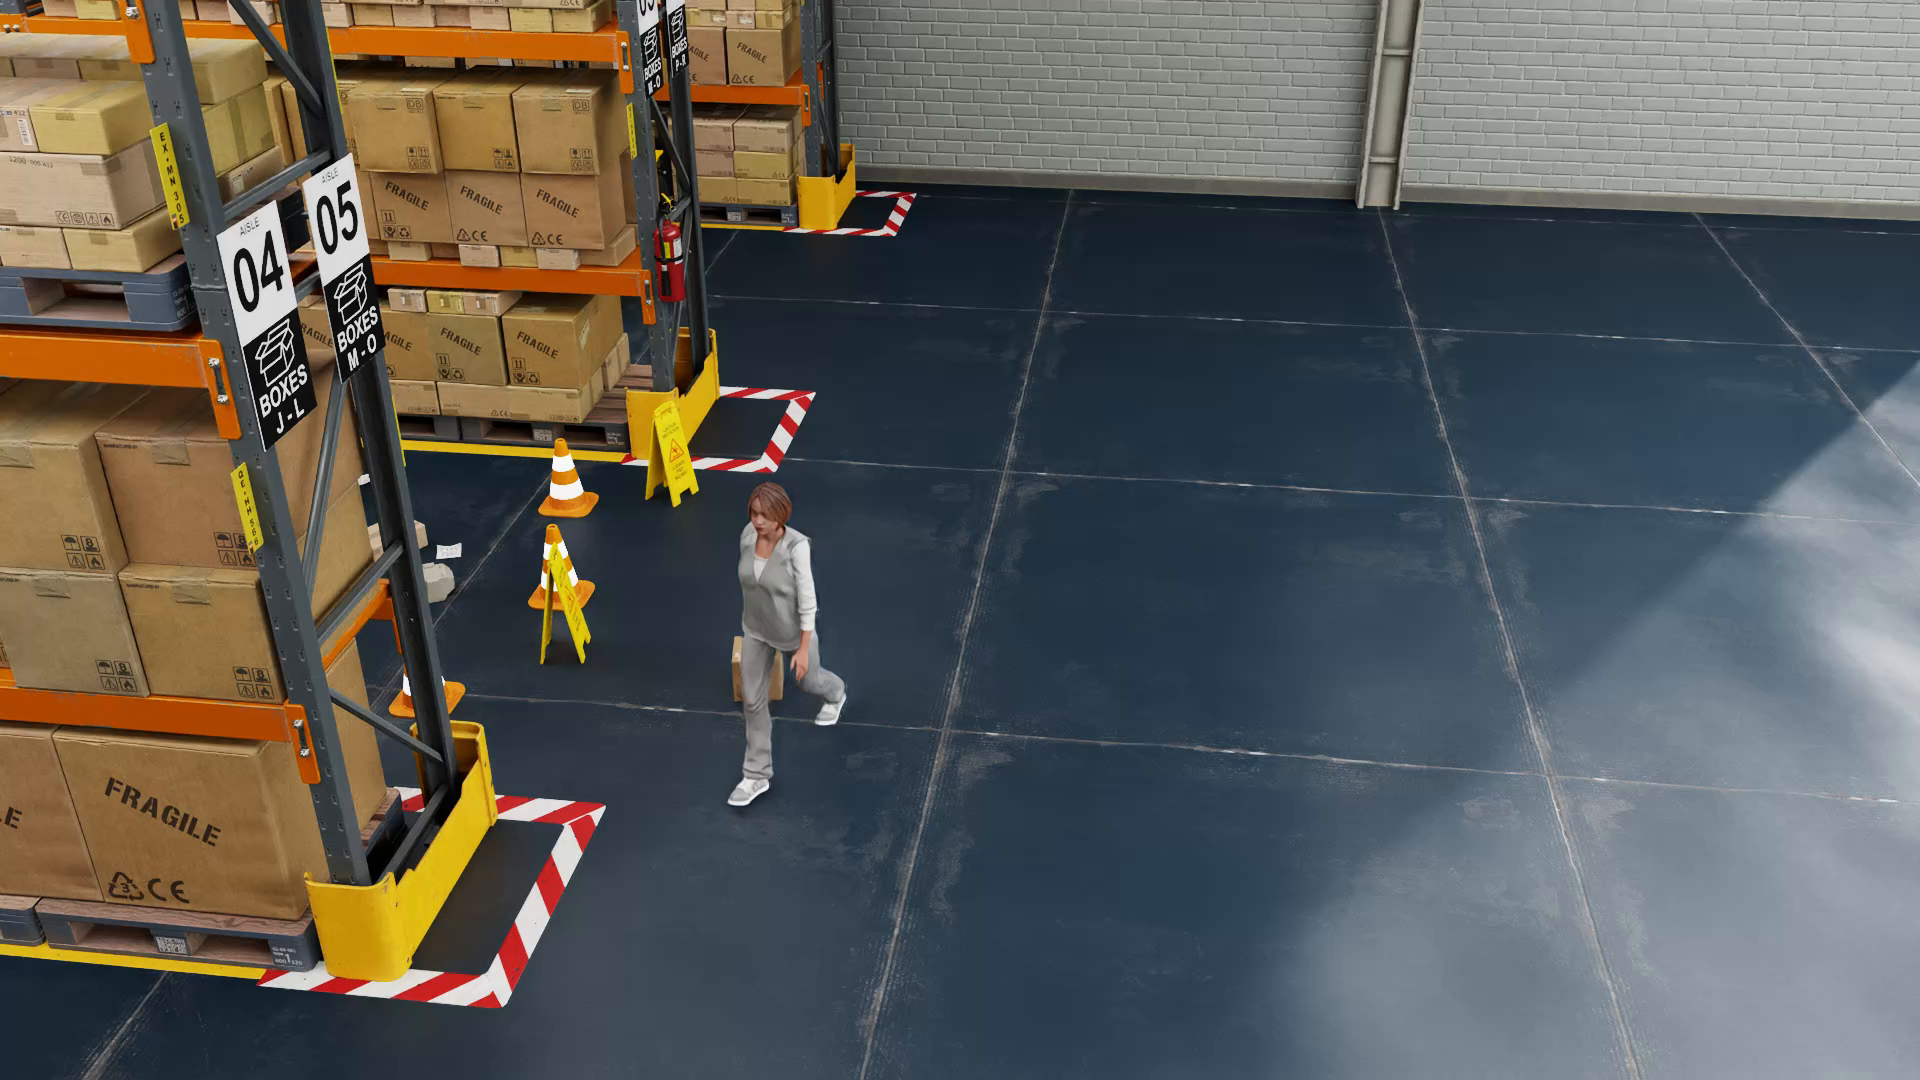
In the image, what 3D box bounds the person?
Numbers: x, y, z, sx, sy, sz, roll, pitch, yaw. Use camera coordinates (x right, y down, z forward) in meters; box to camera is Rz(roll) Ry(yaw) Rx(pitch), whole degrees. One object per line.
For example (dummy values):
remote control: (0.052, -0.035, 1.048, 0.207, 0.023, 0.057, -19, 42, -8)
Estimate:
person: (-0.834, 0.419, 7.876, 0.435, 1.548, 0.942, 11, 31, 20)
